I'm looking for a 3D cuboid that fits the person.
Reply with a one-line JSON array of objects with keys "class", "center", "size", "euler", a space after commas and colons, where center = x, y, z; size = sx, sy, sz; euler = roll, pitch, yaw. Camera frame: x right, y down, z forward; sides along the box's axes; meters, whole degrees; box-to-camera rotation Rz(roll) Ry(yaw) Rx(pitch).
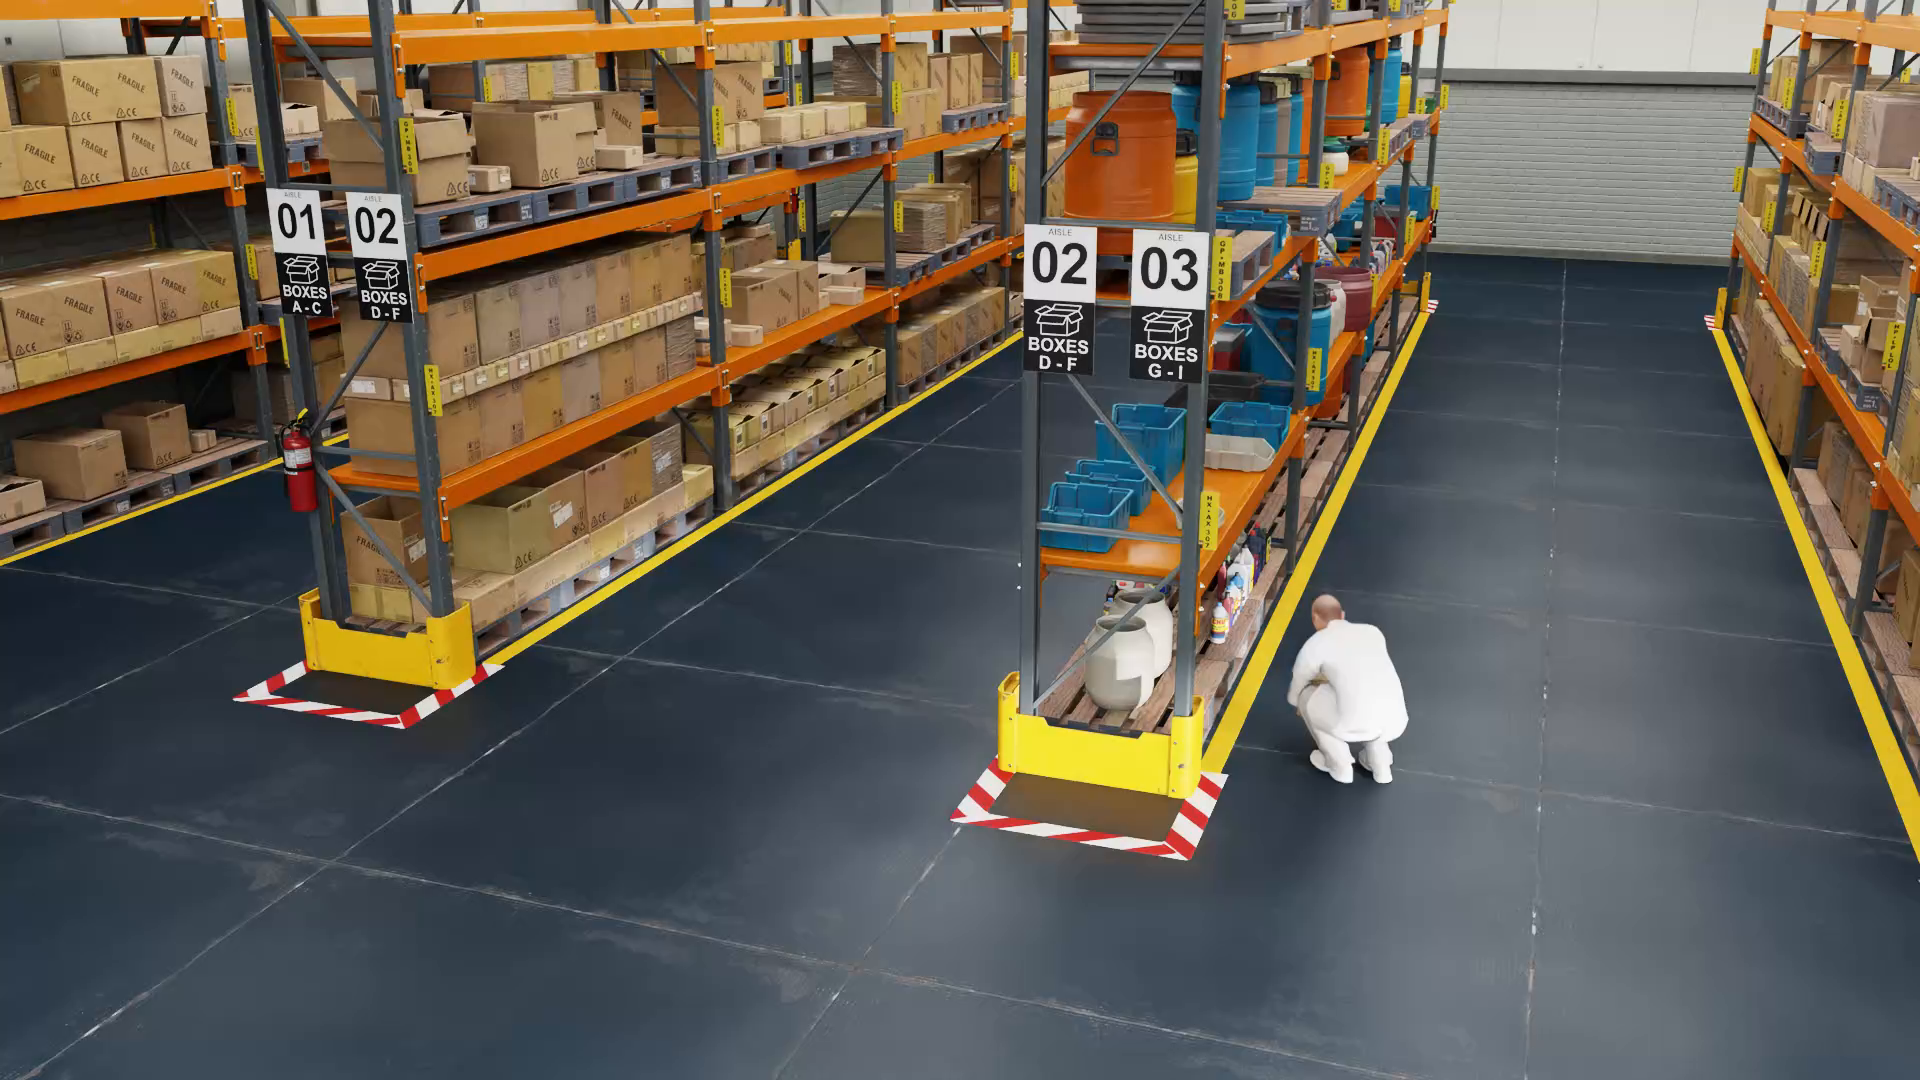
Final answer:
[{"class": "person", "center": [2.268, 0.857, 9.777], "size": [0.592, 0.982, 0.930], "euler": [-4, 19, -12]}]
